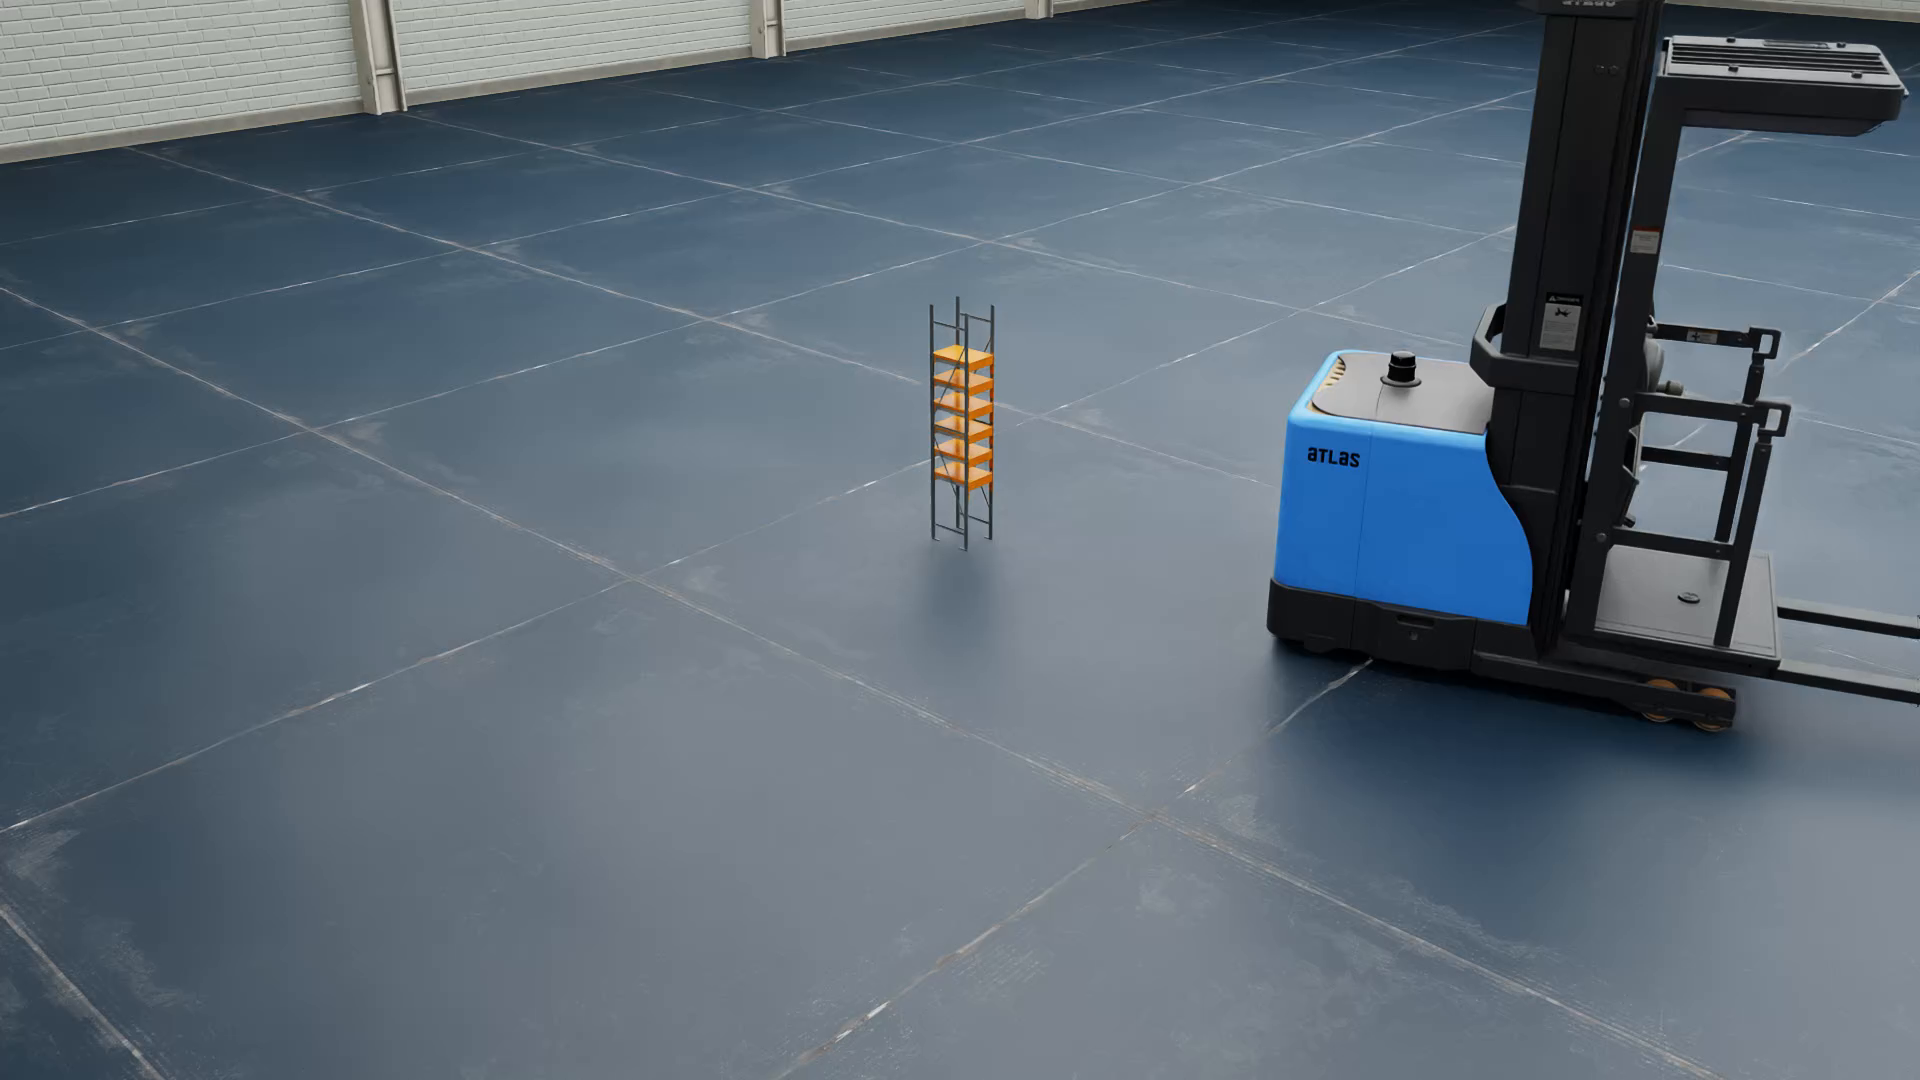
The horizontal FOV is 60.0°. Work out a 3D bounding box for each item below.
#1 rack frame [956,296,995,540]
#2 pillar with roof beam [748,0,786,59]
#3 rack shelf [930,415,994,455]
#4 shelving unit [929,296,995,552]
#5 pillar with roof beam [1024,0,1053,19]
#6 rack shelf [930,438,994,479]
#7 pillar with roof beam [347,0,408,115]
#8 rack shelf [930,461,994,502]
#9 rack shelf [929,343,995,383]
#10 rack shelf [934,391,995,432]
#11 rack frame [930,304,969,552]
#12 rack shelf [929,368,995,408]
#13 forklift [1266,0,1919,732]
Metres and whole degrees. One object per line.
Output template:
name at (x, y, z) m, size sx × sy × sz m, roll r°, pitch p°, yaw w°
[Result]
rack frame at (0.071, -0.580, 8.077) m, size 0.240 × 1.200 × 0.006 m, roll 20°, pitch 31°, yaw 38°
pillar with roof beam at (0.502, -9.767, 19.035) m, size 9.100 × 9.000 × 0.400 m, roll 20°, pitch 31°, yaw 38°
rack shelf at (0.010, -0.511, 8.033) m, size 0.258 × 0.103 × 0.180 m, roll 20°, pitch 31°, yaw 38°
shelving unit at (0.010, -0.552, 8.014) m, size 0.258 × 1.200 × 0.189 m, roll 20°, pitch 31°, yaw 38°
pillar with roof beam at (4.506, -11.595, 23.112) m, size 9.100 × 9.000 × 0.400 m, roll 20°, pitch 31°, yaw 38°
rack shelf at (0.010, -0.402, 8.082) m, size 0.258 × 0.103 × 0.180 m, roll 20°, pitch 31°, yaw 38°
pillar with roof beam at (-3.503, -7.939, 14.958) m, size 9.100 × 9.000 × 0.400 m, roll 20°, pitch 31°, yaw 38°
rack shelf at (0.010, -0.292, 8.131) m, size 0.258 × 0.103 × 0.180 m, roll 20°, pitch 31°, yaw 38°
rack shelf at (0.010, -0.840, 7.885) m, size 0.258 × 0.103 × 0.180 m, roll 20°, pitch 31°, yaw 38°
rack shelf at (0.010, -0.621, 7.983) m, size 0.258 × 0.103 × 0.180 m, roll 20°, pitch 31°, yaw 38°
rack frame at (-0.051, -0.524, 7.952) m, size 0.240 × 1.200 × 0.006 m, roll 20°, pitch 31°, yaw 38°
rack shelf at (0.010, -0.730, 7.934) m, size 0.258 × 0.103 × 0.180 m, roll 20°, pitch 31°, yaw 38°
forklift at (2.900, -0.829, 6.516) m, size 3.031 × 2.935 × 1.130 m, roll 10°, pitch 26°, yaw 20°
